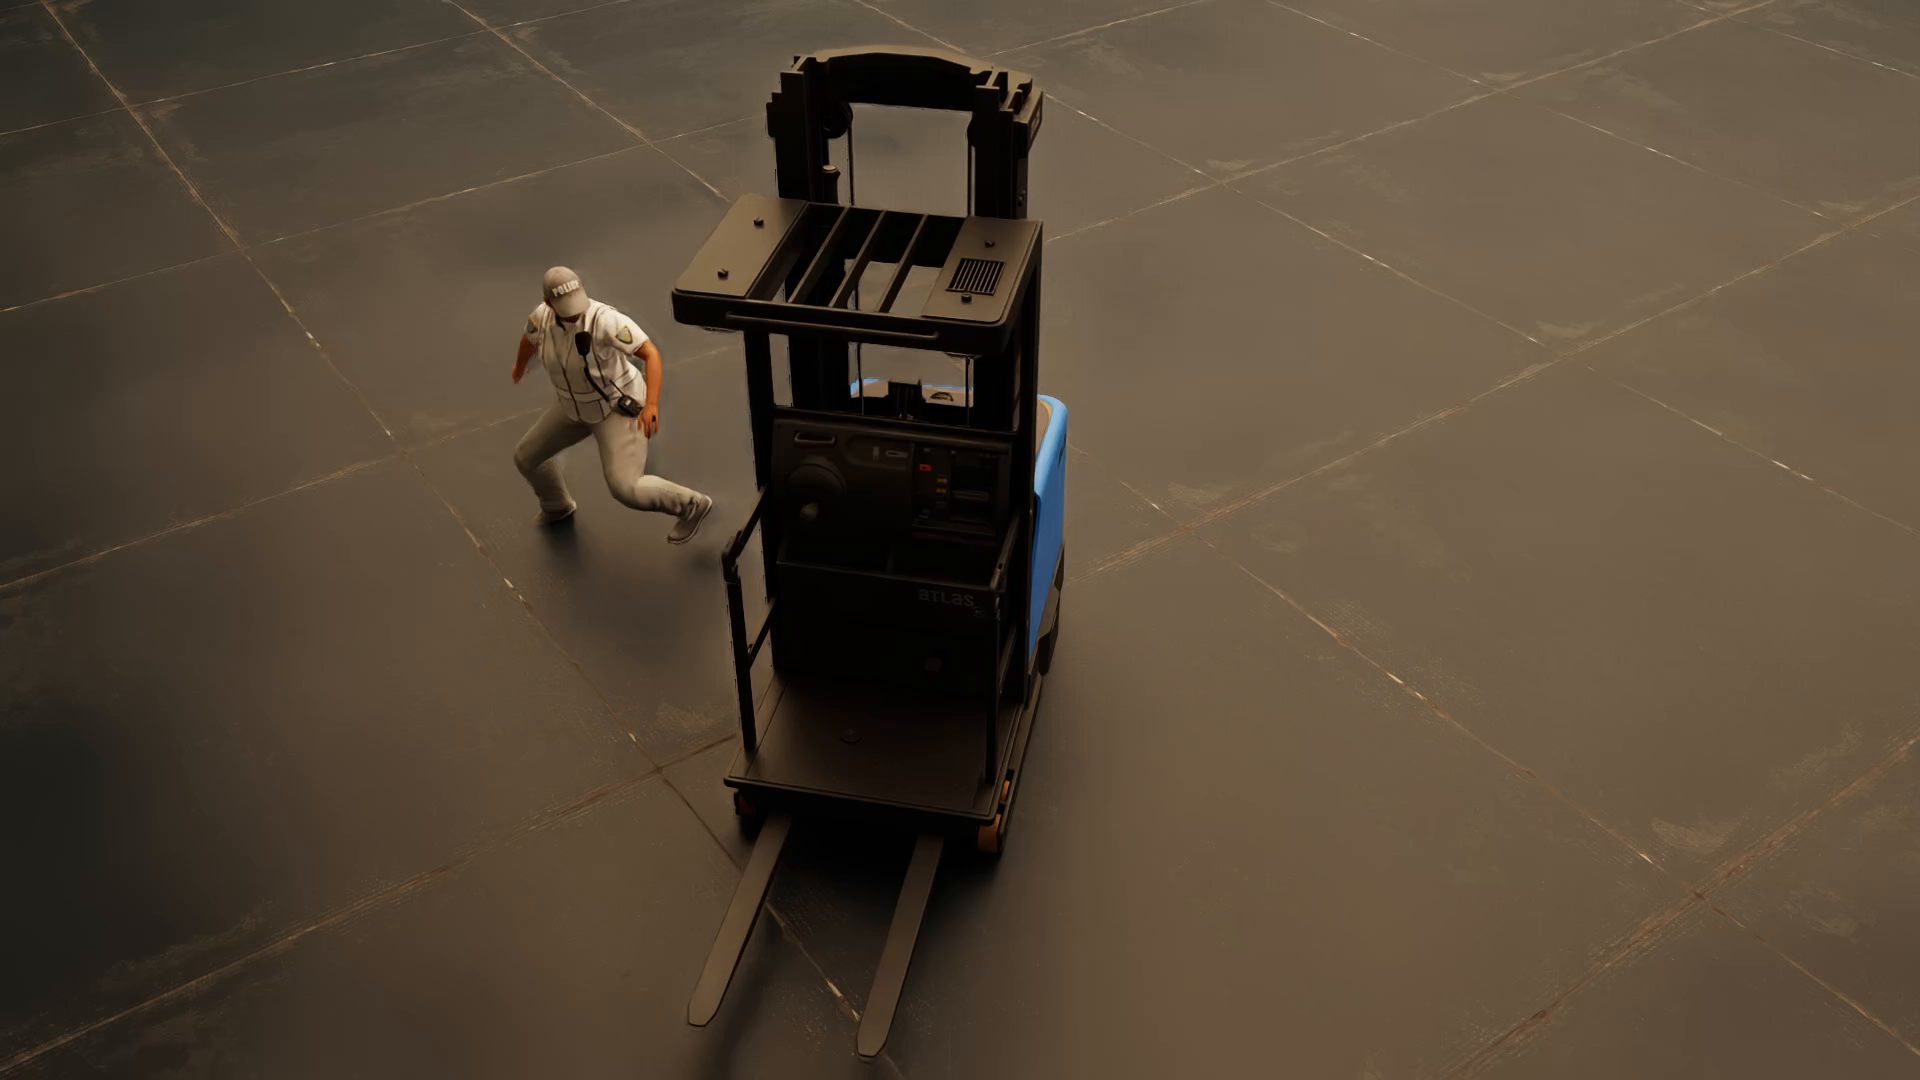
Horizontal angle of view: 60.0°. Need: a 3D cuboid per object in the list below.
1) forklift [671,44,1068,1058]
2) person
[{"bbox_3d":[-0.307,-0.161,6.163,1.130,2.935,3.031,7,37,9],"label":"forklift"},{"bbox_3d":[-1.810,-0.644,8.068,1.102,1.565,0.502,20,41,25],"label":"person"}]
